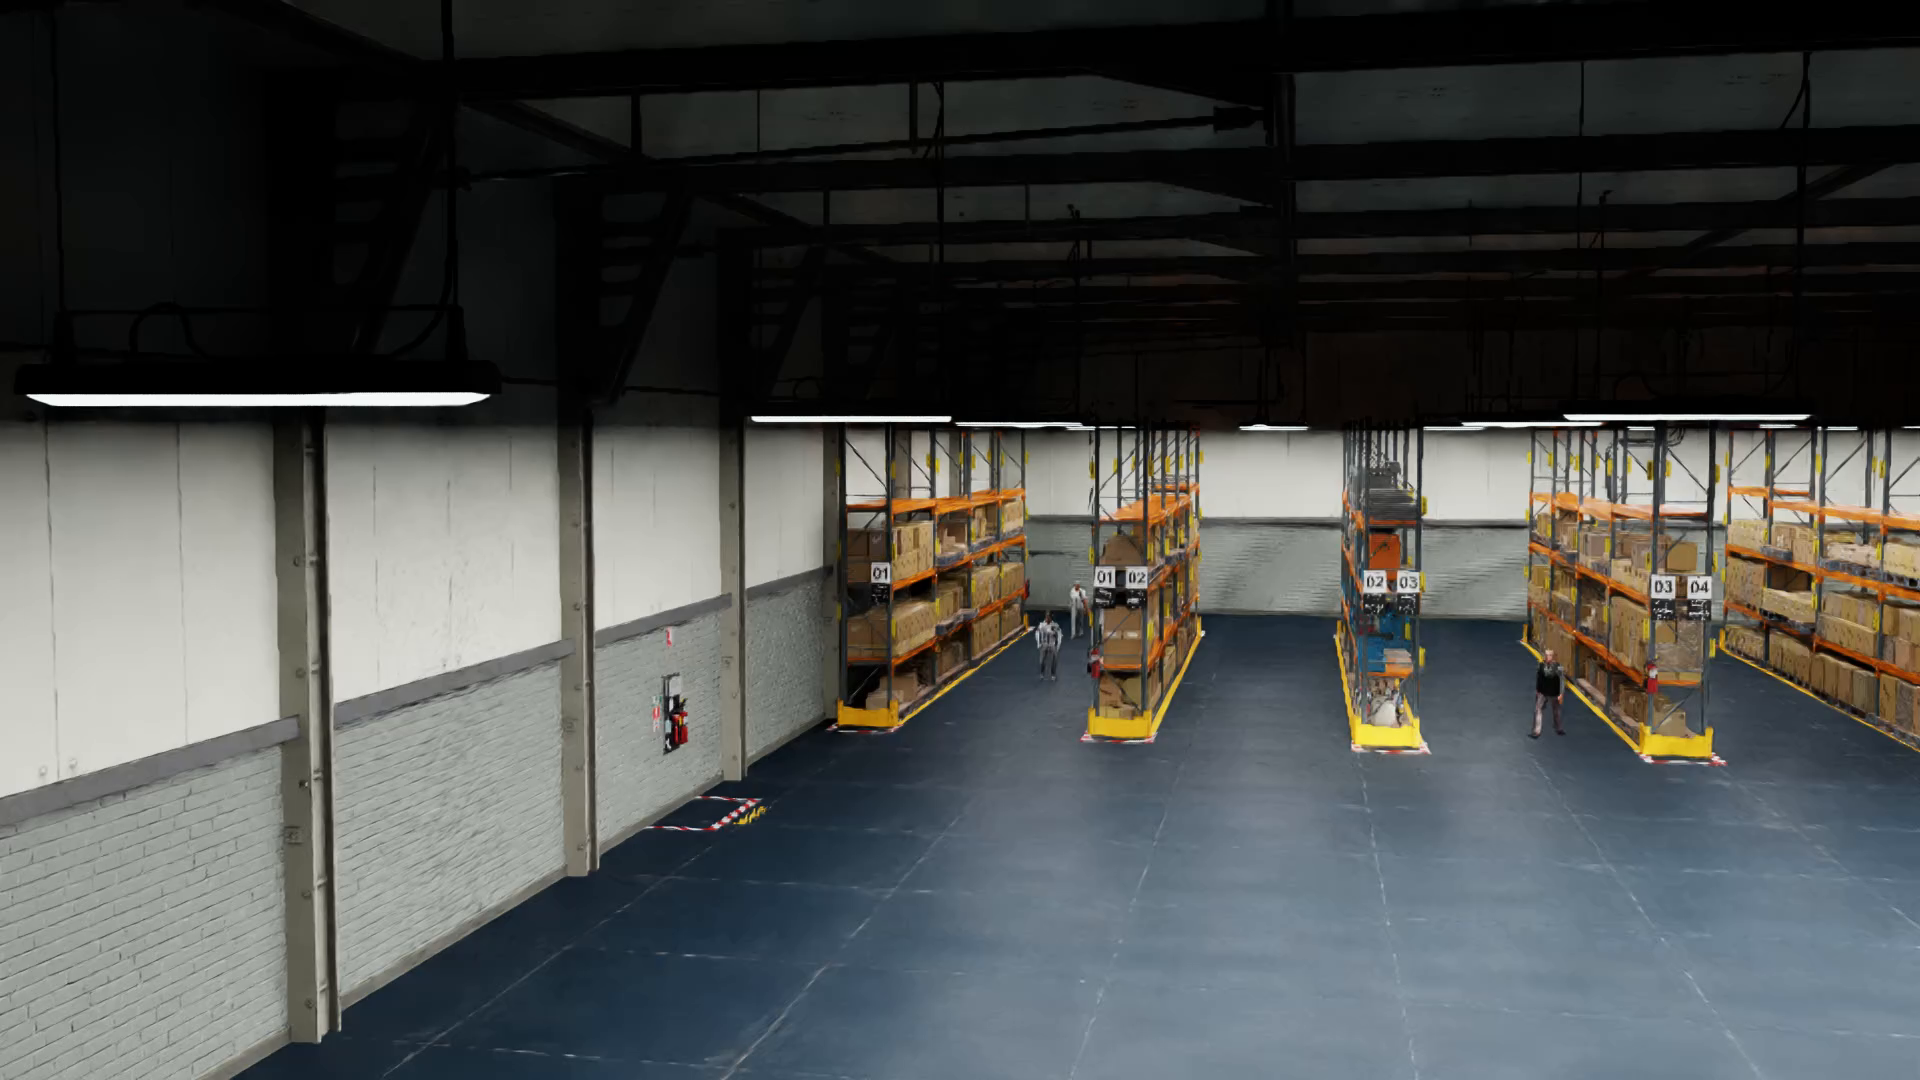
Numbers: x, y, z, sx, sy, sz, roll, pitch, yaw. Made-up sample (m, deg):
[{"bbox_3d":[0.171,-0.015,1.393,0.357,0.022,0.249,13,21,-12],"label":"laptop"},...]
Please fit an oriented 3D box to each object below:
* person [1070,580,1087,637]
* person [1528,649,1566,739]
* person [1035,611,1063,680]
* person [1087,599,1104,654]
[{"bbox_3d":[3.310,1.900,46.494,0.493,1.606,1.001,1,4,10],"label":"person"},{"bbox_3d":[11.017,2.871,31.098,0.579,1.680,0.952,3,5,35],"label":"person"},{"bbox_3d":[2.048,2.425,38.377,0.639,1.632,0.512,1,4,9],"label":"person"},{"bbox_3d":[3.606,2.089,42.732,0.677,1.742,0.552,1,4,10],"label":"person"}]
